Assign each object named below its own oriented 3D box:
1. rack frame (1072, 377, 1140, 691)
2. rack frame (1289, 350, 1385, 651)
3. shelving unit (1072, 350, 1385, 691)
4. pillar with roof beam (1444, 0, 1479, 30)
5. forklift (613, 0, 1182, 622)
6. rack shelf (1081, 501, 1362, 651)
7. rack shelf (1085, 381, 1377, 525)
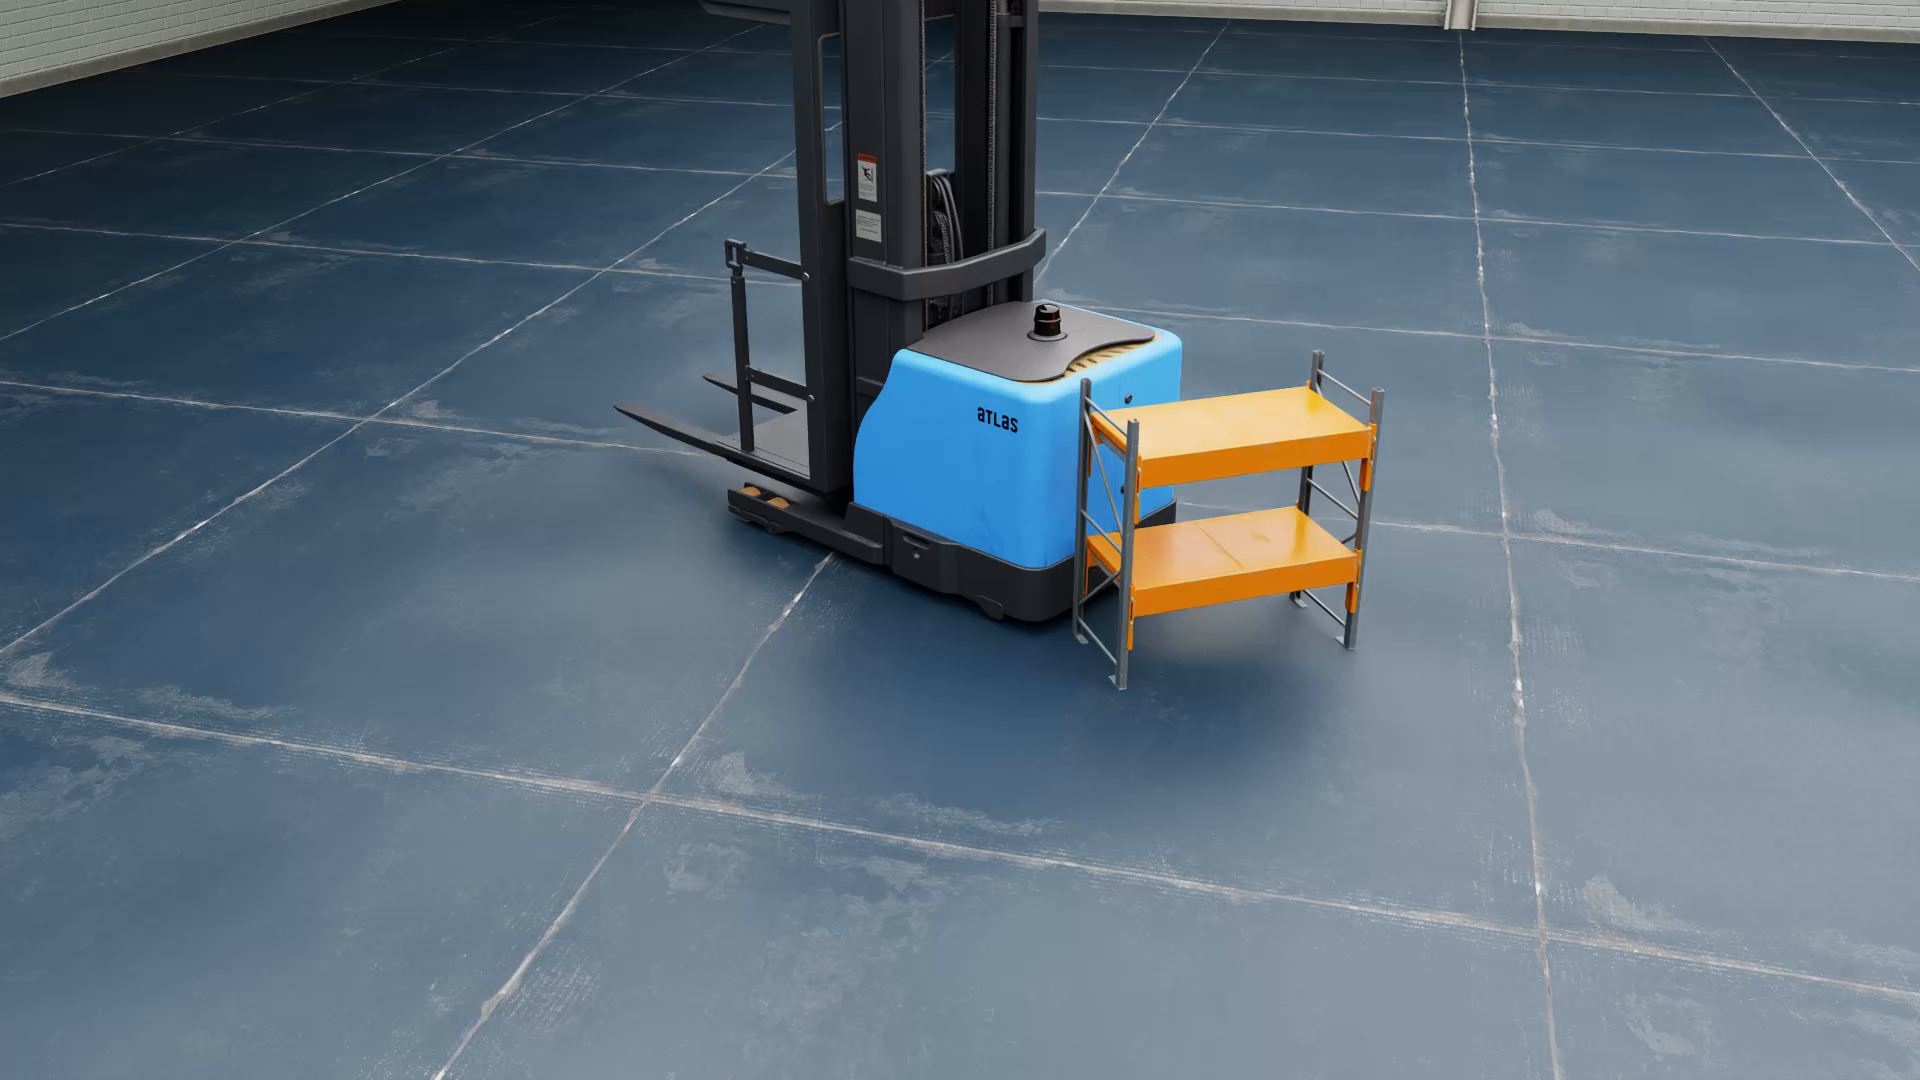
[{"bbox_3d":[0.560,-0.021,6.486,0.032,1.125,0.500,-8,27,-17],"label":"rack frame"},{"bbox_3d":[1.524,-0.159,6.776,0.032,1.125,0.500,-8,27,-17],"label":"rack frame"},{"bbox_3d":[1.042,-0.090,6.631,1.048,1.125,0.538,-8,27,-17],"label":"shelving unit"},{"bbox_3d":[5.515,-9.026,16.240,0.400,9.000,9.100,6,26,13],"label":"pillar with roof beam"},{"bbox_3d":[-0.468,-1.503,7.497,3.031,2.935,1.130,21,33,37],"label":"forklift"},{"bbox_3d":[1.042,0.131,6.736,1.000,0.278,0.538,-8,27,-17],"label":"rack shelf"},{"bbox_3d":[1.042,-0.354,6.505,1.000,0.278,0.538,-8,27,-17],"label":"rack shelf"}]
